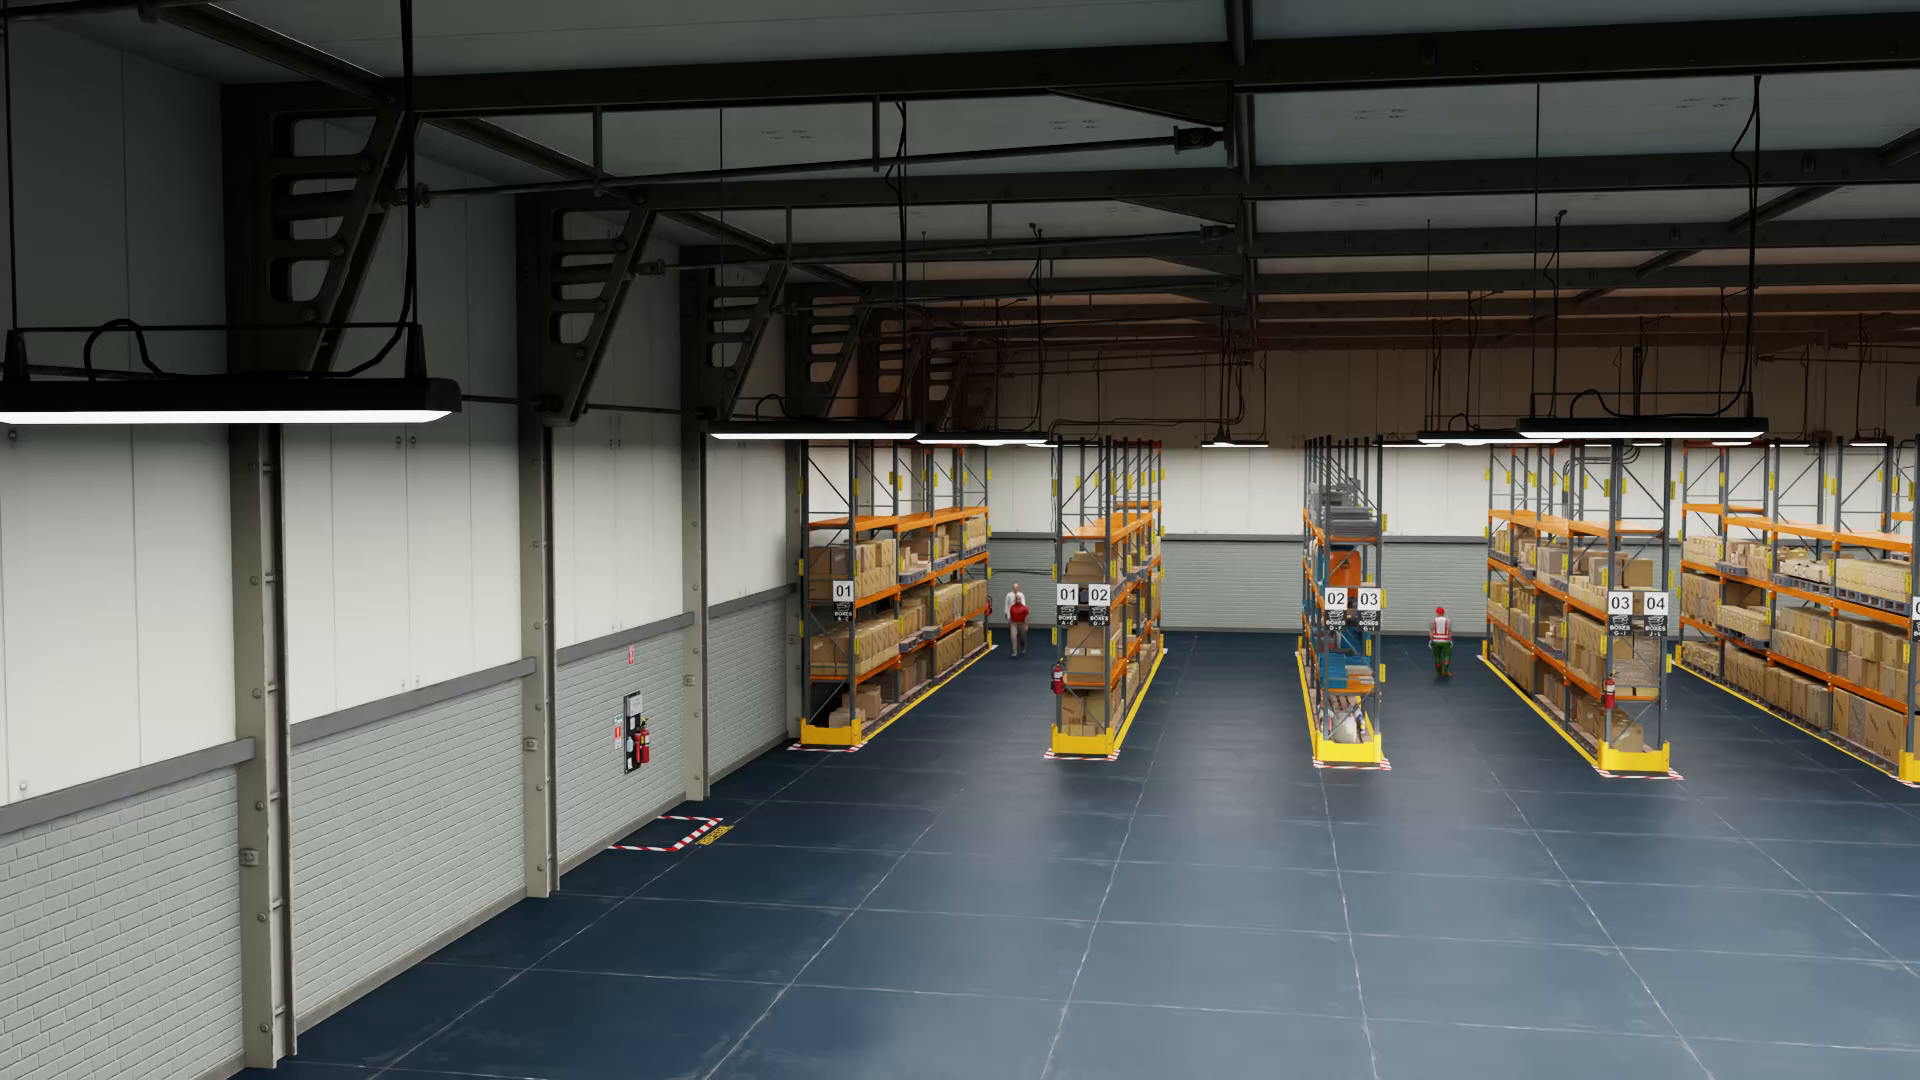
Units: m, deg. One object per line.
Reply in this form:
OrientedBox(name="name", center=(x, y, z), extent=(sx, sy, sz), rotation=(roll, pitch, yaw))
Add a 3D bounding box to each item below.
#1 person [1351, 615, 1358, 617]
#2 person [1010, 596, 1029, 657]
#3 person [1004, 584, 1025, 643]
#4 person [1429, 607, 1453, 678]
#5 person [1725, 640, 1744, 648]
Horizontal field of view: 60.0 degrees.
OrientedBox(name="person", center=(11.766, 2.265, 49.644), extent=(0.436, 1.526, 0.958), rotation=(-2, 4, -37))
OrientedBox(name="person", center=(1.655, 2.374, 46.210), extent=(0.535, 1.672, 0.951), rotation=(0, 3, 7))
OrientedBox(name="person", center=(1.648, 2.162, 49.456), extent=(0.588, 1.707, 1.190), rotation=(-1, 3, -16))
OrientedBox(name="person", center=(12.096, 2.575, 41.829), extent=(0.574, 1.788, 0.550), rotation=(1, 3, 16))
OrientedBox(name="person", center=(20.946, 2.406, 45.150), extent=(0.557, 1.731, 0.873), rotation=(-3, 4, -39))
